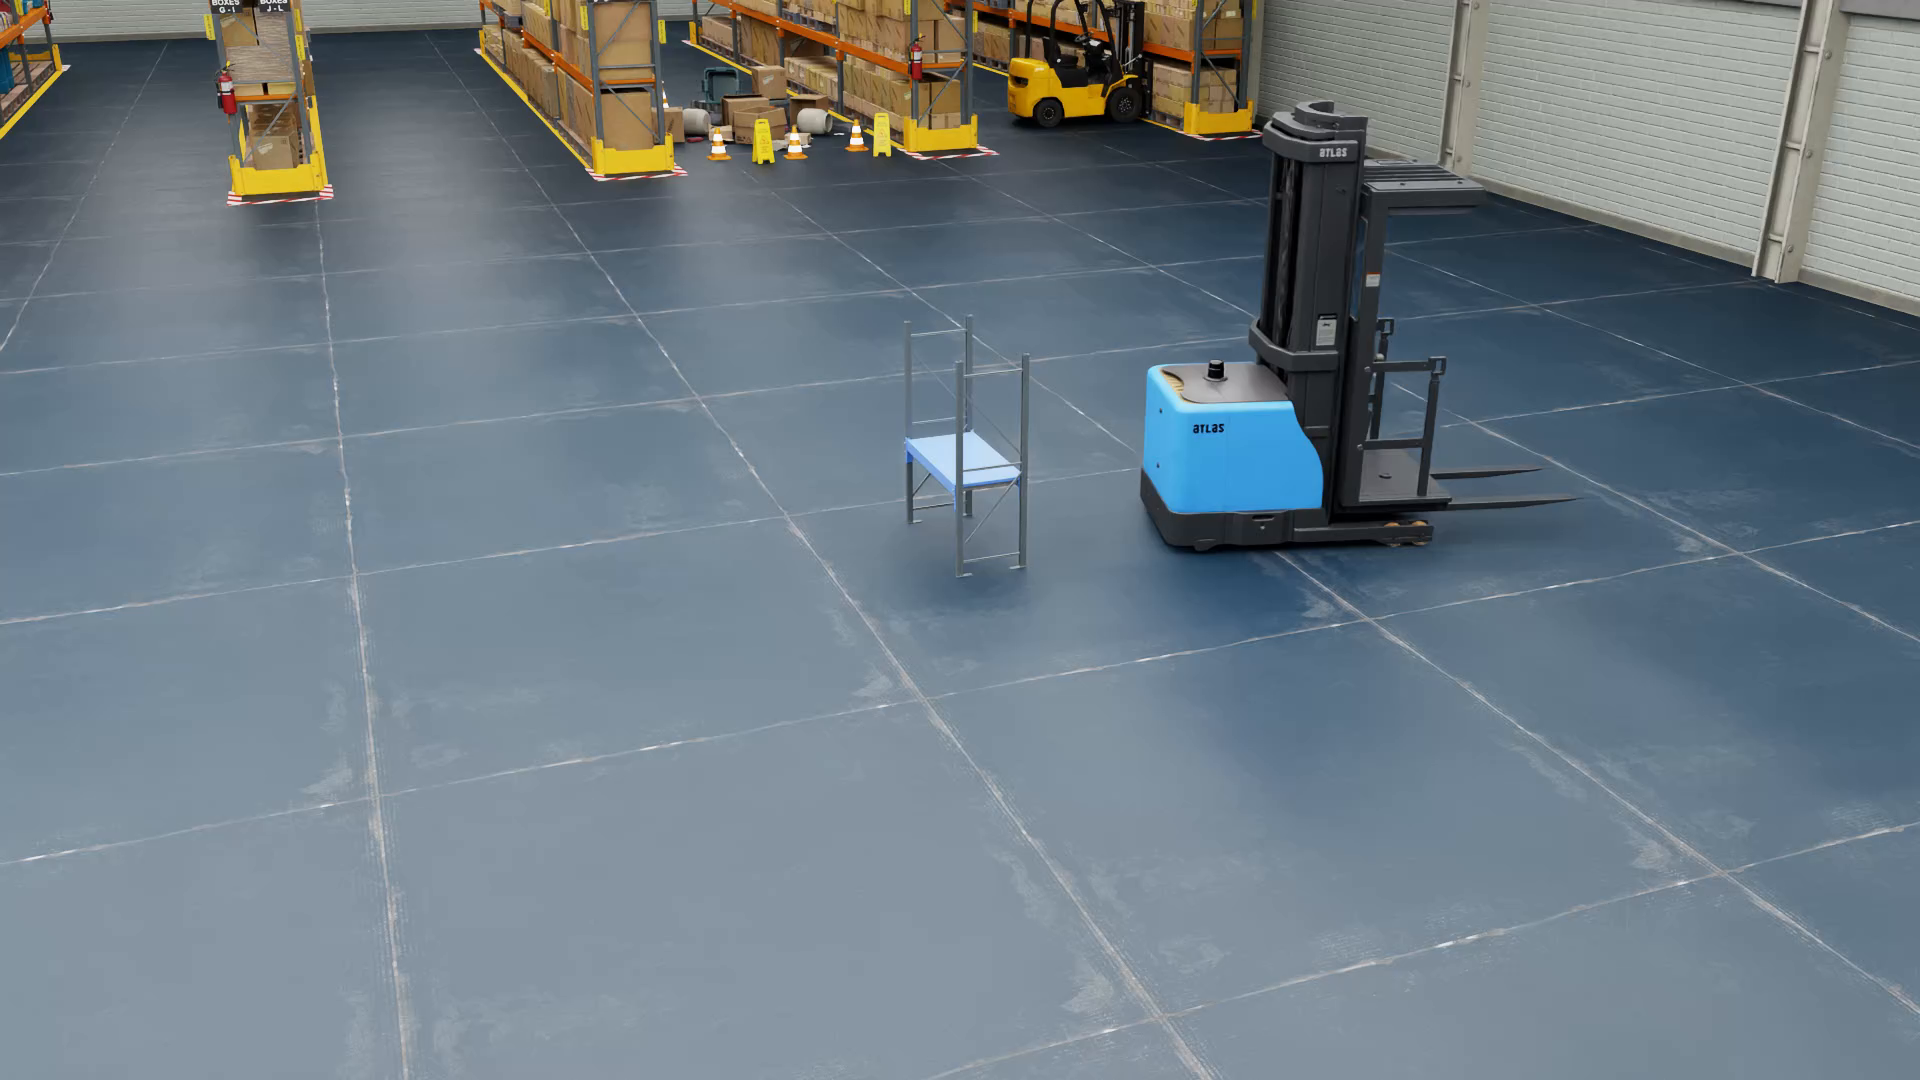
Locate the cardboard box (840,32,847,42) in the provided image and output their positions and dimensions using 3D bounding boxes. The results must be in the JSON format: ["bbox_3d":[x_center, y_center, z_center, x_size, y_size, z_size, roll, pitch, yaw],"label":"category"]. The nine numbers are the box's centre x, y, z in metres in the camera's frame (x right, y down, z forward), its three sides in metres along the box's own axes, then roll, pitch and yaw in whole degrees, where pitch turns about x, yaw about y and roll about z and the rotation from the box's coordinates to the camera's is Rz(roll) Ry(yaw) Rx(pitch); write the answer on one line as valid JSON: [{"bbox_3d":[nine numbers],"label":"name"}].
[{"bbox_3d":[-1.886,-8.817,29.131,0.380,0.149,0.250,-8,24,-19],"label":"cardboard box"}]

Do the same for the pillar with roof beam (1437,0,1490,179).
[{"bbox_3d":[3.048,-8.691,20.784,9.100,9.000,0.400,-8,24,-19],"label":"pillar with roof beam"}]

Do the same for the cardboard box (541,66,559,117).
[{"bbox_3d":[-6.596,-7.746,28.621,1.050,0.750,0.750,-8,24,-19],"label":"cardboard box"}]

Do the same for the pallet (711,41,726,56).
[{"bbox_3d":[-5.153,-11.444,38.631,1.003,0.211,1.213,-8,24,-19],"label":"pallet"}]

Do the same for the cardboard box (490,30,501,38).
[{"bbox_3d":[-10.181,-11.177,36.771,0.380,0.149,0.250,-8,24,-18],"label":"cardboard box"}]

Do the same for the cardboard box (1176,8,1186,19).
[{"bbox_3d":[3.856,-8.842,27.902,0.380,0.149,0.250,-8,24,-18],"label":"cardboard box"}]

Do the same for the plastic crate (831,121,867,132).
[{"bbox_3d":[-1.909,-7.063,28.405,0.402,0.080,0.583,-18,29,-37],"label":"plastic crate"}]

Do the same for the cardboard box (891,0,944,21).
[{"bbox_3d":[-0.669,-8.438,26.108,0.700,0.500,0.500,-9,24,-20],"label":"cardboard box"}]

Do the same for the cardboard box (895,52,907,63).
[{"bbox_3d":[-0.809,-7.706,26.494,0.380,0.149,0.250,-9,24,-20],"label":"cardboard box"}]

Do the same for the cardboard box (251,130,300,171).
[{"bbox_3d":[-9.760,-5.549,23.732,0.500,0.500,0.500,-4,23,-9],"label":"cardboard box"}]

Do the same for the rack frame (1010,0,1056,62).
[{"bbox_3d":[1.532,-11.227,34.526,1.000,3.000,0.127,-8,24,-19],"label":"rack frame"}]

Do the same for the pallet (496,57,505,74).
[{"bbox_3d":[-9.389,-10.237,35.766,1.003,0.211,1.213,-8,24,-19],"label":"pallet"}]

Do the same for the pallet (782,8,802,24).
[{"bbox_3d":[-2.759,-10.212,32.364,1.213,0.211,1.003,-8,24,-19],"label":"pallet"}]

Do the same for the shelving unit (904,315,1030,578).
[{"bbox_3d":[0.030,-0.660,11.385,0.538,1.500,1.048,-8,24,-19],"label":"shelving unit"}]

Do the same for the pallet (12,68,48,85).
[{"bbox_3d":[-19.159,-9.380,33.733,1.003,0.211,1.213,-8,24,-19],"label":"pallet"}]

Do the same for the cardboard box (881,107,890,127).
[{"bbox_3d":[-0.997,-7.011,27.521,0.500,0.250,0.500,-8,24,-19],"label":"cardboard box"}]

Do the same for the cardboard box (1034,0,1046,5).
[{"bbox_3d":[1.804,-10.819,33.107,0.500,0.250,0.500,-9,24,-20],"label":"cardboard box"}]

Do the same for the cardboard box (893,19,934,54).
[{"bbox_3d":[-0.733,-7.981,26.311,0.500,0.500,0.500,-9,24,-20],"label":"cardboard box"}]

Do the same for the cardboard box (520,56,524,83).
[{"bbox_3d":[-8.182,-9.074,32.094,0.500,0.500,0.500,-8,24,-19],"label":"cardboard box"}]

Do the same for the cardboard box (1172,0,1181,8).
[{"bbox_3d":[3.801,-9.081,28.085,0.380,0.149,0.250,-8,24,-18],"label":"cardboard box"}]

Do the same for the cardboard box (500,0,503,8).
[{"bbox_3d":[-8.857,-10.588,32.792,0.380,0.149,0.250,-10,25,-21],"label":"cardboard box"}]

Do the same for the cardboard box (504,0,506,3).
[{"bbox_3d":[-8.585,-10.444,32.067,0.380,0.149,0.250,-8,24,-19],"label":"cardboard box"}]

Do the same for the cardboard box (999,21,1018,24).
[{"bbox_3d":[1.077,-11.367,36.699,0.380,0.149,0.250,-9,25,-21],"label":"cardboard box"}]

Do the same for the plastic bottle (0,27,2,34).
[{"bbox_3d":[-17.549,-9.354,30.241,0.152,0.276,0.135,-8,24,-19],"label":"plastic bottle"}]

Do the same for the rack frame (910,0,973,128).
[{"bbox_3d":[-0.284,-7.638,26.010,1.000,3.000,0.127,-8,24,-19],"label":"rack frame"}]

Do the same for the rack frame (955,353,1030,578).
[{"bbox_3d":[0.210,-0.475,10.947,0.500,1.500,0.032,-8,24,-19],"label":"rack frame"}]

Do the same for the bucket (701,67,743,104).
[{"bbox_3d":[-4.087,-7.835,28.734,0.726,0.611,0.620,0,13,-1],"label":"bucket"}]

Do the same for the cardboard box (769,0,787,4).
[{"bbox_3d":[-3.519,-10.847,33.174,0.500,0.250,0.500,-8,24,-19],"label":"cardboard box"}]

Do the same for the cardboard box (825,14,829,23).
[{"bbox_3d":[-2.214,-9.417,30.012,0.380,0.149,0.250,-9,25,-21],"label":"cardboard box"}]

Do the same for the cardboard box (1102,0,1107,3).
[{"bbox_3d":[2.812,-9.967,30.572,0.380,0.149,0.250,-9,24,-20],"label":"cardboard box"}]

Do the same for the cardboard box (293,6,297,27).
[{"bbox_3d":[-10.198,-7.887,24.801,0.500,0.500,0.500,-8,24,-19],"label":"cardboard box"}]

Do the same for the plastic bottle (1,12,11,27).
[{"bbox_3d":[-17.986,-9.803,31.306,0.152,0.276,0.135,-8,24,-19],"label":"plastic bottle"}]

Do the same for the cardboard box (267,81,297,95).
[{"bbox_3d":[-9.433,-6.299,23.156,0.380,0.149,0.250,-8,24,-19],"label":"cardboard box"}]

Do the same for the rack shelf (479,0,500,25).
[{"bbox_3d":[-9.825,-11.678,36.520,1.077,0.370,4.000,-8,24,-19],"label":"rack shelf"}]

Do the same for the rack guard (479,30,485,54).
[{"bbox_3d":[-10.505,-11.556,38.525,1.175,0.500,0.348,-8,24,-19],"label":"rack guard"}]

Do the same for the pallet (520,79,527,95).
[{"bbox_3d":[-7.980,-8.828,32.424,1.003,0.211,1.213,-8,24,-19],"label":"pallet"}]

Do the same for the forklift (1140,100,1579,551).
[{"bbox_3d":[2.886,-1.505,11.548,3.031,2.935,1.130,-3,23,-6],"label":"forklift"}]

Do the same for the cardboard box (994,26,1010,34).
[{"bbox_3d":[0.944,-10.909,35.614,0.380,0.149,0.250,-9,25,-21],"label":"cardboard box"}]

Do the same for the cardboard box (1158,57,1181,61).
[{"bbox_3d":[3.845,-8.460,29.671,0.500,0.250,0.500,-9,24,-20],"label":"cardboard box"}]

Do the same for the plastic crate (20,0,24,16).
[{"bbox_3d":[-18.795,-10.512,32.904,0.437,0.282,0.530,-8,24,-19],"label":"plastic crate"}]

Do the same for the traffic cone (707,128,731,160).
[{"bbox_3d":[-3.738,-6.141,25.724,0.336,0.463,0.334,-8,24,-19],"label":"traffic cone"}]

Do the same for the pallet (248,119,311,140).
[{"bbox_3d":[-11.244,-6.730,27.445,1.003,0.211,1.213,-8,24,-19],"label":"pallet"}]

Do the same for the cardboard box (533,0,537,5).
[{"bbox_3d":[-7.376,-9.988,30.169,0.700,0.500,0.500,-9,24,-20],"label":"cardboard box"}]

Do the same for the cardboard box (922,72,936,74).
[{"bbox_3d":[-0.677,-7.622,28.007,0.500,0.500,0.500,-8,24,-18],"label":"cardboard box"}]

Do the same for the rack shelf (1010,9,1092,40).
[{"bbox_3d":[2.239,-10.169,32.941,1.077,0.370,4.000,-8,24,-19],"label":"rack shelf"}]

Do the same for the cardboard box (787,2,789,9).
[{"bbox_3d":[-3.169,-10.479,32.533,0.380,0.149,0.250,-10,25,-22],"label":"cardboard box"}]

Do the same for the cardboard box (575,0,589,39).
[{"bbox_3d":[-5.255,-7.816,24.849,0.875,0.550,0.550,-8,24,-19],"label":"cardboard box"}]

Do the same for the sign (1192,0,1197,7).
[{"bbox_3d":[3.846,-8.894,27.194,0.100,0.325,0.005,-8,24,-19],"label":"sign"}]

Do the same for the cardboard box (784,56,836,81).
[{"bbox_3d":[-2.920,-9.321,32.845,0.950,0.372,0.625,-10,25,-23],"label":"cardboard box"}]

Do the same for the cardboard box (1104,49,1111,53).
[{"bbox_3d":[2.823,-8.942,30.817,0.500,0.250,0.500,-9,24,-20],"label":"cardboard box"}]
